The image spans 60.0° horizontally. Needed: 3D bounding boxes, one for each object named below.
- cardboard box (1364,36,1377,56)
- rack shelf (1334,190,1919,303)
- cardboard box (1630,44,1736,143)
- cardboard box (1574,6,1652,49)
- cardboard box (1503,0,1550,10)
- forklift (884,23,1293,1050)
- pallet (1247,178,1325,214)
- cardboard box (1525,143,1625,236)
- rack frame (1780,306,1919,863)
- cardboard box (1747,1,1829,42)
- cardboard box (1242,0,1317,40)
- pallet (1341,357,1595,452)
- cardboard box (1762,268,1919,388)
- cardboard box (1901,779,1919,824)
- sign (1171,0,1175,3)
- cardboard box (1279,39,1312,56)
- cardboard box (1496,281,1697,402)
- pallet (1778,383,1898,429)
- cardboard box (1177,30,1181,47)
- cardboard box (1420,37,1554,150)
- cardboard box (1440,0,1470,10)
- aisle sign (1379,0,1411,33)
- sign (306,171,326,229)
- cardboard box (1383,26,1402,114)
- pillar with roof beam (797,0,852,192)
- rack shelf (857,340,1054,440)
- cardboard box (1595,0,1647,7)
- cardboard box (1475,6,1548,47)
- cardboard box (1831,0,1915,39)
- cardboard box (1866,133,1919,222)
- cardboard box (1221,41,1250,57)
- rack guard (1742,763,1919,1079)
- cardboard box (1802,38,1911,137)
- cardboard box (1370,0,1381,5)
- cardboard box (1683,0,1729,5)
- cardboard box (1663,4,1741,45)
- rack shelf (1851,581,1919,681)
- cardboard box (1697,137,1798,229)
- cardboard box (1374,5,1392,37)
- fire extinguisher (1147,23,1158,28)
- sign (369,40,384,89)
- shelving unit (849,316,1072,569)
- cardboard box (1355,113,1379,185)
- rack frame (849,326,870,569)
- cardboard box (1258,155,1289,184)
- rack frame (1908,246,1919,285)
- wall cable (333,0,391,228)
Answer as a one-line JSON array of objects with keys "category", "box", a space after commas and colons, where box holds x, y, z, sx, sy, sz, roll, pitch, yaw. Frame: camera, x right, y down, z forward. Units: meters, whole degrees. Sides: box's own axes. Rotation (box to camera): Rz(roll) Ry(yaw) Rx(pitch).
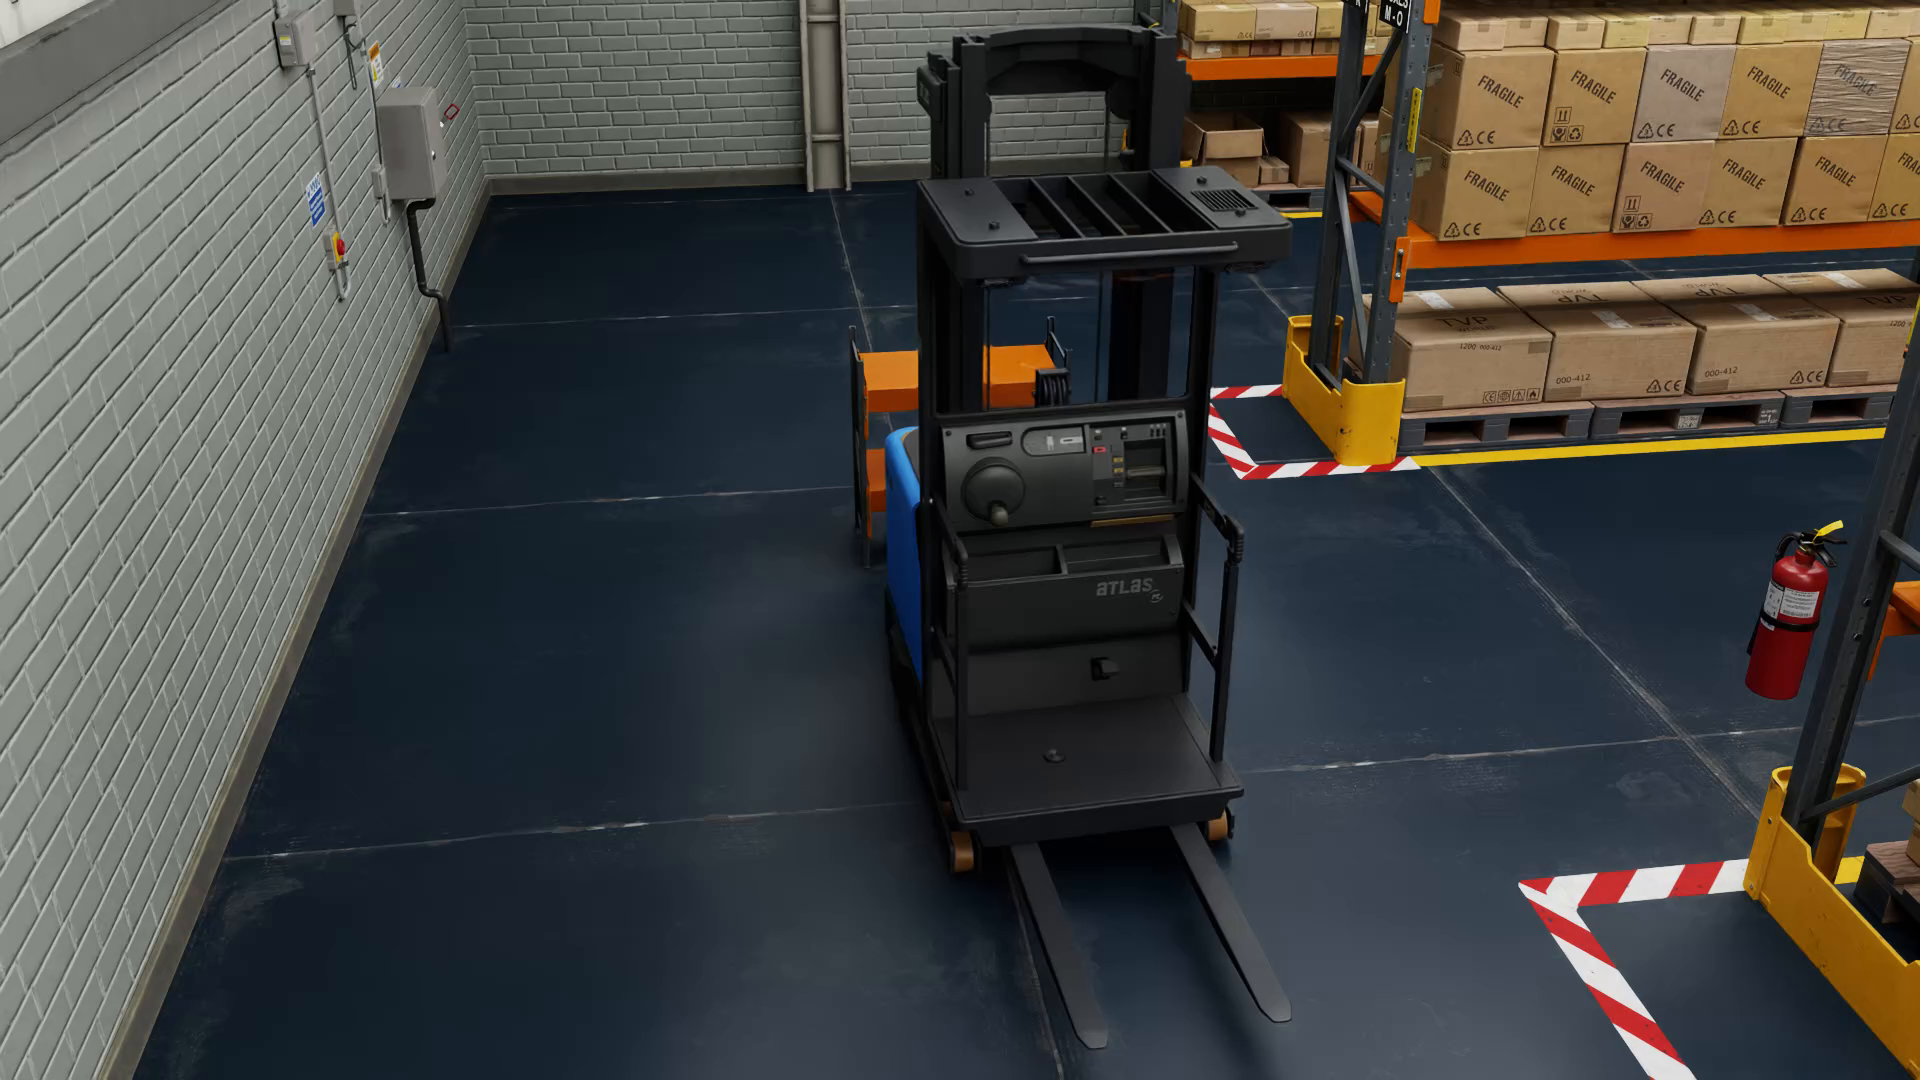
[{"category": "cardboard box", "box": [3.258, -4.120, 13.768, 0.250, 0.149, 0.380, -4, 27, -9]}, {"category": "rack shelf", "box": [4.288, -1.838, 9.835, 4.000, 0.370, 1.077, -4, 27, -7]}, {"category": "cardboard box", "box": [3.841, -2.495, 9.121, 0.500, 0.500, 0.500, -4, 27, -8]}, {"category": "cardboard box", "box": [3.478, -2.745, 8.899, 0.250, 0.149, 0.380, -5, 28, -9]}, {"category": "cardboard box", "box": [3.126, -3.004, 9.404, 0.250, 0.149, 0.380, -4, 27, -8]}, {"category": "forklift", "box": [0.438, -0.228, 5.984, 1.130, 2.935, 3.031, -5, 28, -10]}, {"category": "pallet", "box": [2.476, -3.090, 14.542, 1.213, 0.211, 1.003, -4, 27, -7]}, {"category": "cardboard box", "box": [3.319, -2.021, 9.294, 0.500, 0.500, 0.500, -4, 27, -8]}, {"category": "rack frame", "box": [3.097, 0.200, 5.074, 0.127, 3.000, 1.000, -4, 27, -7]}, {"category": "cardboard box", "box": [4.491, -2.825, 9.055, 0.250, 0.149, 0.380, -4, 27, -7]}, {"category": "cardboard box", "box": [2.598, -4.280, 13.644, 0.500, 0.250, 0.500, -3, 27, -7]}, {"category": "pallet", "box": [3.088, -0.877, 10.228, 1.213, 0.211, 1.003, -4, 27, -7]}, {"category": "cardboard box", "box": [5.631, -1.341, 10.425, 0.875, 0.438, 0.875, -4, 27, -8]}, {"category": "cardboard box", "box": [3.580, 0.987, 5.878, 0.250, 0.149, 0.380, -4, 27, -8]}, {"category": "sign", "box": [1.688, -4.415, 13.120, 0.005, 0.325, 0.100, -4, 27, -7]}, {"category": "cardboard box", "box": [2.735, -4.118, 13.765, 0.250, 0.149, 0.380, -3, 27, -5]}, {"category": "cardboard box", "box": [3.852, -1.227, 10.203, 0.875, 0.438, 0.875, -3, 27, -6]}, {"category": "pallet", "box": [5.504, -1.032, 10.530, 1.213, 0.211, 1.003, -4, 27, -7]}, {"category": "cardboard box", "box": [1.903, -4.306, 14.131, 0.250, 0.149, 0.380, -4, 27, -8]}, {"category": "cardboard box", "box": [2.822, -2.422, 8.981, 0.500, 0.500, 0.500, -4, 27, -8]}, {"category": "cardboard box", "box": [2.635, -2.923, 9.245, 0.250, 0.149, 0.380, -3, 27, -6]}, {"category": "aisle sign", "box": [2.276, -3.052, 8.565, 0.004, 0.787, 0.394, -4, 27, -7]}, {"category": "sign", "box": [-3.327, -1.757, 8.592, 0.001, 0.218, 0.327, -4, 27, -7]}, {"category": "cardboard box", "box": [2.751, -2.659, 9.442, 0.500, 0.500, 0.500, -3, 27, -5]}, {"category": "pillar with roof beam", "box": [-0.584, -5.234, 9.093, 0.400, 9.000, 9.100, -4, 27, -7]}, {"category": "rack shelf", "box": [-0.007, -0.760, 8.359, 1.000, 0.278, 0.538, -4, 27, -7]}, {"category": "cardboard box", "box": [3.650, -2.986, 9.369, 0.250, 0.149, 0.380, -4, 27, -8]}, {"category": "cardboard box", "box": [2.947, -2.756, 8.919, 0.250, 0.149, 0.380, -3, 27, -6]}, {"category": "cardboard box", "box": [4.992, -2.865, 9.132, 0.250, 0.149, 0.380, -4, 27, -8]}, {"category": "cardboard box", "box": [5.336, -2.150, 9.545, 0.500, 0.500, 0.500, -4, 27, -8]}, {"category": "cardboard box", "box": [2.221, -4.097, 13.725, 0.250, 0.149, 0.380, -3, 27, -6]}, {"category": "rack guard", "box": [3.172, 1.307, 5.655, 0.348, 0.500, 1.175, -4, 27, -7]}, {"category": "cardboard box", "box": [4.833, -2.555, 9.239, 0.500, 0.500, 0.500, -3, 27, -6]}, {"category": "cardboard box", "box": [3.584, -4.677, 13.596, 0.500, 0.500, 0.500, -3, 27, -6]}, {"category": "cardboard box", "box": [4.153, -3.037, 9.467, 0.250, 0.149, 0.380, -3, 27, -5]}, {"category": "cardboard box", "box": [3.984, -2.783, 8.972, 0.250, 0.149, 0.380, -3, 27, -7]}, {"category": "rack shelf", "box": [5.077, 0.393, 5.487, 4.000, 0.370, 1.077, -4, 27, -7]}, {"category": "cardboard box", "box": [4.319, -2.085, 9.418, 0.500, 0.500, 0.500, -3, 27, -5]}, {"category": "cardboard box", "box": [3.603, -4.356, 13.792, 0.500, 0.250, 0.500, -4, 27, -8]}, {"category": "fire extinguisher", "box": [1.531, -3.856, 13.473, 0.183, 0.674, 0.296, -4, 27, -7]}, {"category": "sign", "box": [-3.619, -2.950, 10.309, 0.001, 0.242, 0.339, -4, 27, -7]}, {"category": "shelving unit", "box": [-0.007, -0.500, 8.492, 1.048, 1.125, 0.538, -4, 27, -7]}, {"category": "cardboard box", "box": [3.620, -3.371, 14.312, 0.500, 0.500, 0.500, -3, 27, -6]}, {"category": "rack frame", "box": [-0.510, -0.468, 8.429, 0.032, 1.125, 0.500, -4, 27, -7]}, {"category": "cardboard box", "box": [2.657, -3.199, 14.362, 0.250, 0.149, 0.380, -5, 28, -9]}, {"category": "rack frame", "box": [6.268, -2.286, 9.919, 0.127, 3.000, 1.000, -4, 27, -7]}, {"category": "wall cable", "box": [-3.483, -2.755, 9.720, 0.122, 1.984, 0.588, -4, 27, -7]}]
